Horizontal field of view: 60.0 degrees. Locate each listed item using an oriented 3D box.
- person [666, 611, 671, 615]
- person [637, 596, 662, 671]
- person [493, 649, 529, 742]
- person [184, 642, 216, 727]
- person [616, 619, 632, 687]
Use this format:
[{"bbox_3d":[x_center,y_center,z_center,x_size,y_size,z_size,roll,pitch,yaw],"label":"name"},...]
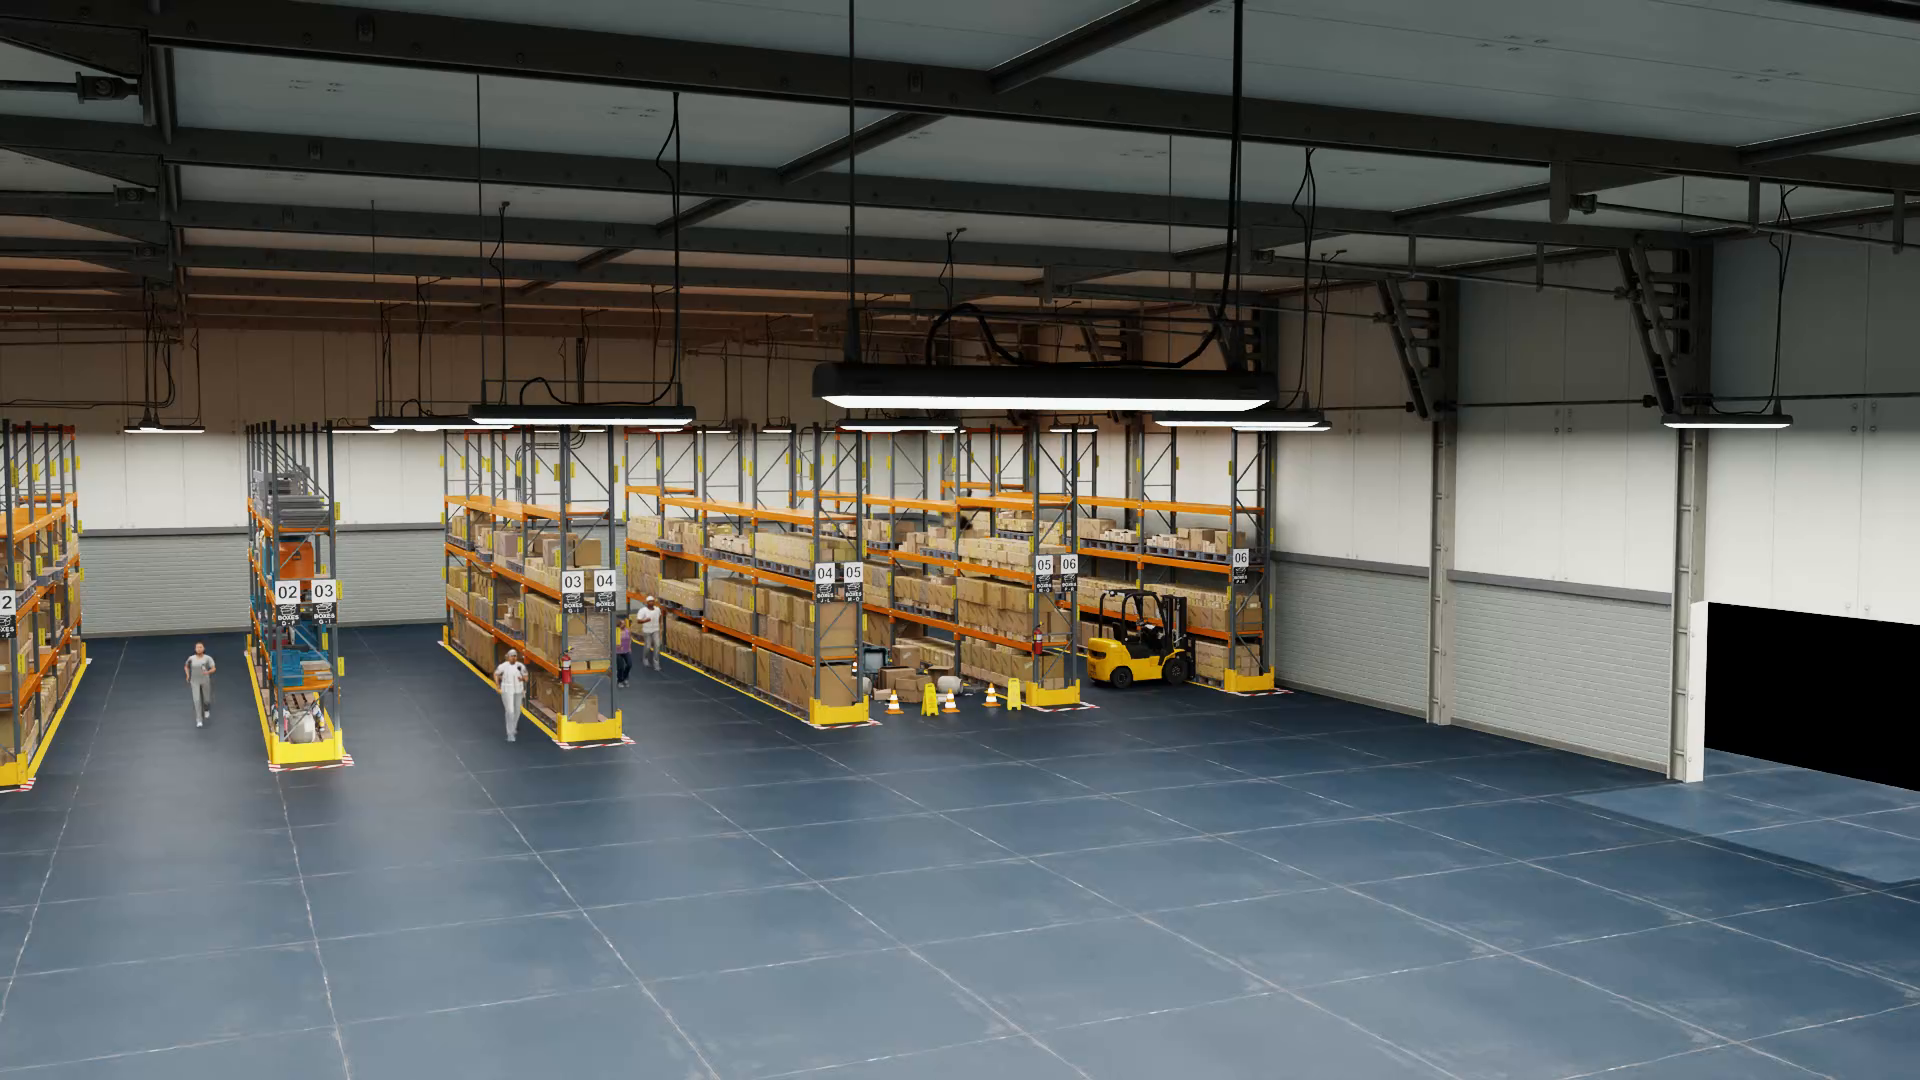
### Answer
[{"bbox_3d":[-8.798,1.770,49.317,0.762,1.809,0.685,-1,4,-21],"label":"person"},{"bbox_3d":[-7.594,2.271,40.842,0.682,1.810,0.815,-2,4,-27],"label":"person"},{"bbox_3d":[-8.463,2.926,31.434,0.580,1.728,0.750,-2,4,-33],"label":"person"},{"bbox_3d":[-15.049,2.838,32.930,0.577,1.641,0.815,-1,4,-21],"label":"person"},{"bbox_3d":[-7.652,2.570,37.735,0.541,1.568,0.604,-2,4,-31],"label":"person"}]
